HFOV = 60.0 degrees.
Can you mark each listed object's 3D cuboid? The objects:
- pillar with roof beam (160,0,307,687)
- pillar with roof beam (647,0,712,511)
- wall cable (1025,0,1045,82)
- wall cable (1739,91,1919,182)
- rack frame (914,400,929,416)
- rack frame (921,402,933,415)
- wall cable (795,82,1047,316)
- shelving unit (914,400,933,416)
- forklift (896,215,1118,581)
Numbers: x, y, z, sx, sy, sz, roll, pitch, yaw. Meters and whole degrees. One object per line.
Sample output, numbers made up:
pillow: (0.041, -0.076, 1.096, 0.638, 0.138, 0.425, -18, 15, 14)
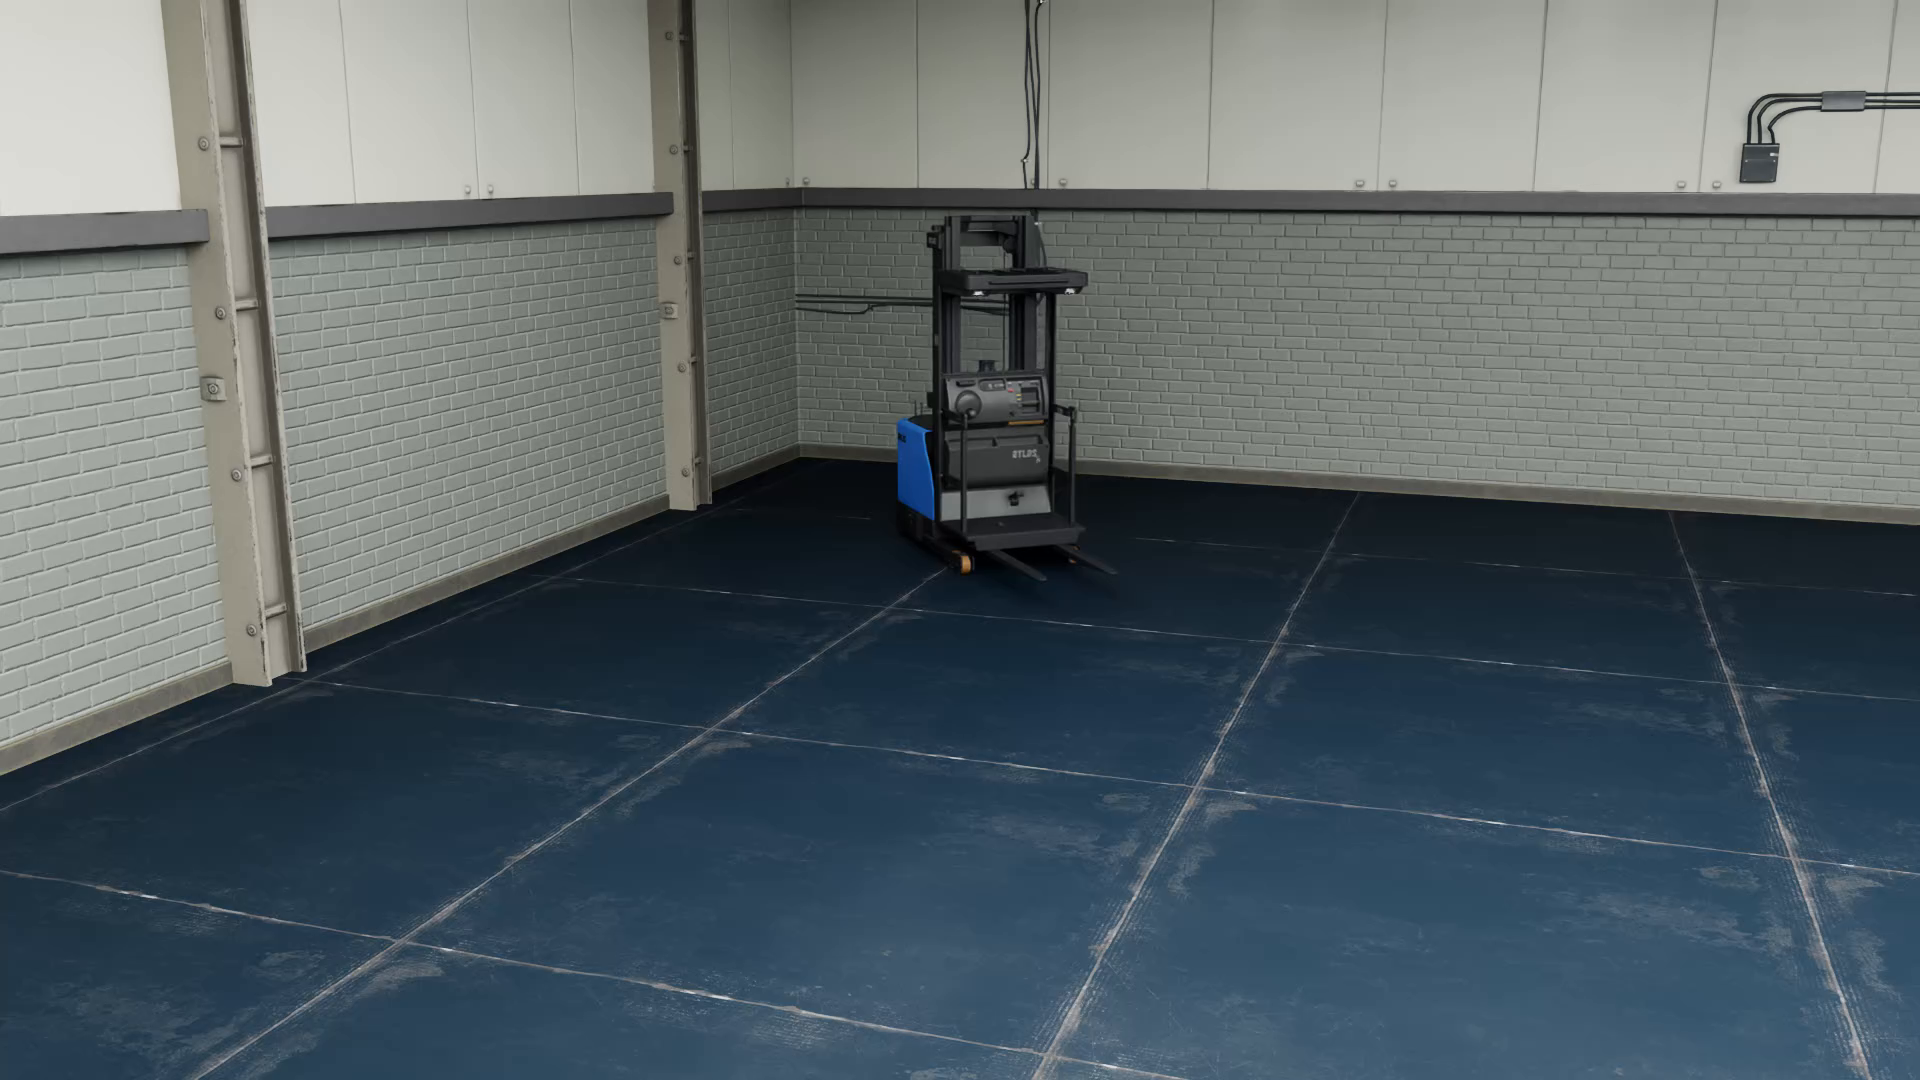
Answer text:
pillar with roof beam: (-0.592, -3.159, 8.868, 9.100, 9.000, 0.400, 4, 14, 18)
pillar with roof beam: (1.349, -4.422, 14.403, 9.100, 9.000, 0.400, 4, 14, 18)
wall cable: (2.040, -6.011, 16.991, 3.097, 2.526, 0.112, 4, 14, 18)
wall cable: (8.458, -6.229, 14.674, 2.305, 6.003, 0.169, 4, 14, 18)
rack frame: (-0.318, -0.745, 15.818, 0.240, 1.200, 0.006, -5, 14, -20)
rack frame: (-0.254, -0.707, 15.651, 0.240, 1.200, 0.006, -5, 14, -20)
wall cable: (-0.520, -3.744, 18.407, 3.097, 2.526, 0.112, 4, 14, 18)
shelving unit: (-0.286, -0.726, 15.734, 0.258, 1.200, 0.189, -5, 14, -20)
forklift: (0.398, -1.243, 14.110, 1.130, 2.935, 3.031, -5, 14, -20)
